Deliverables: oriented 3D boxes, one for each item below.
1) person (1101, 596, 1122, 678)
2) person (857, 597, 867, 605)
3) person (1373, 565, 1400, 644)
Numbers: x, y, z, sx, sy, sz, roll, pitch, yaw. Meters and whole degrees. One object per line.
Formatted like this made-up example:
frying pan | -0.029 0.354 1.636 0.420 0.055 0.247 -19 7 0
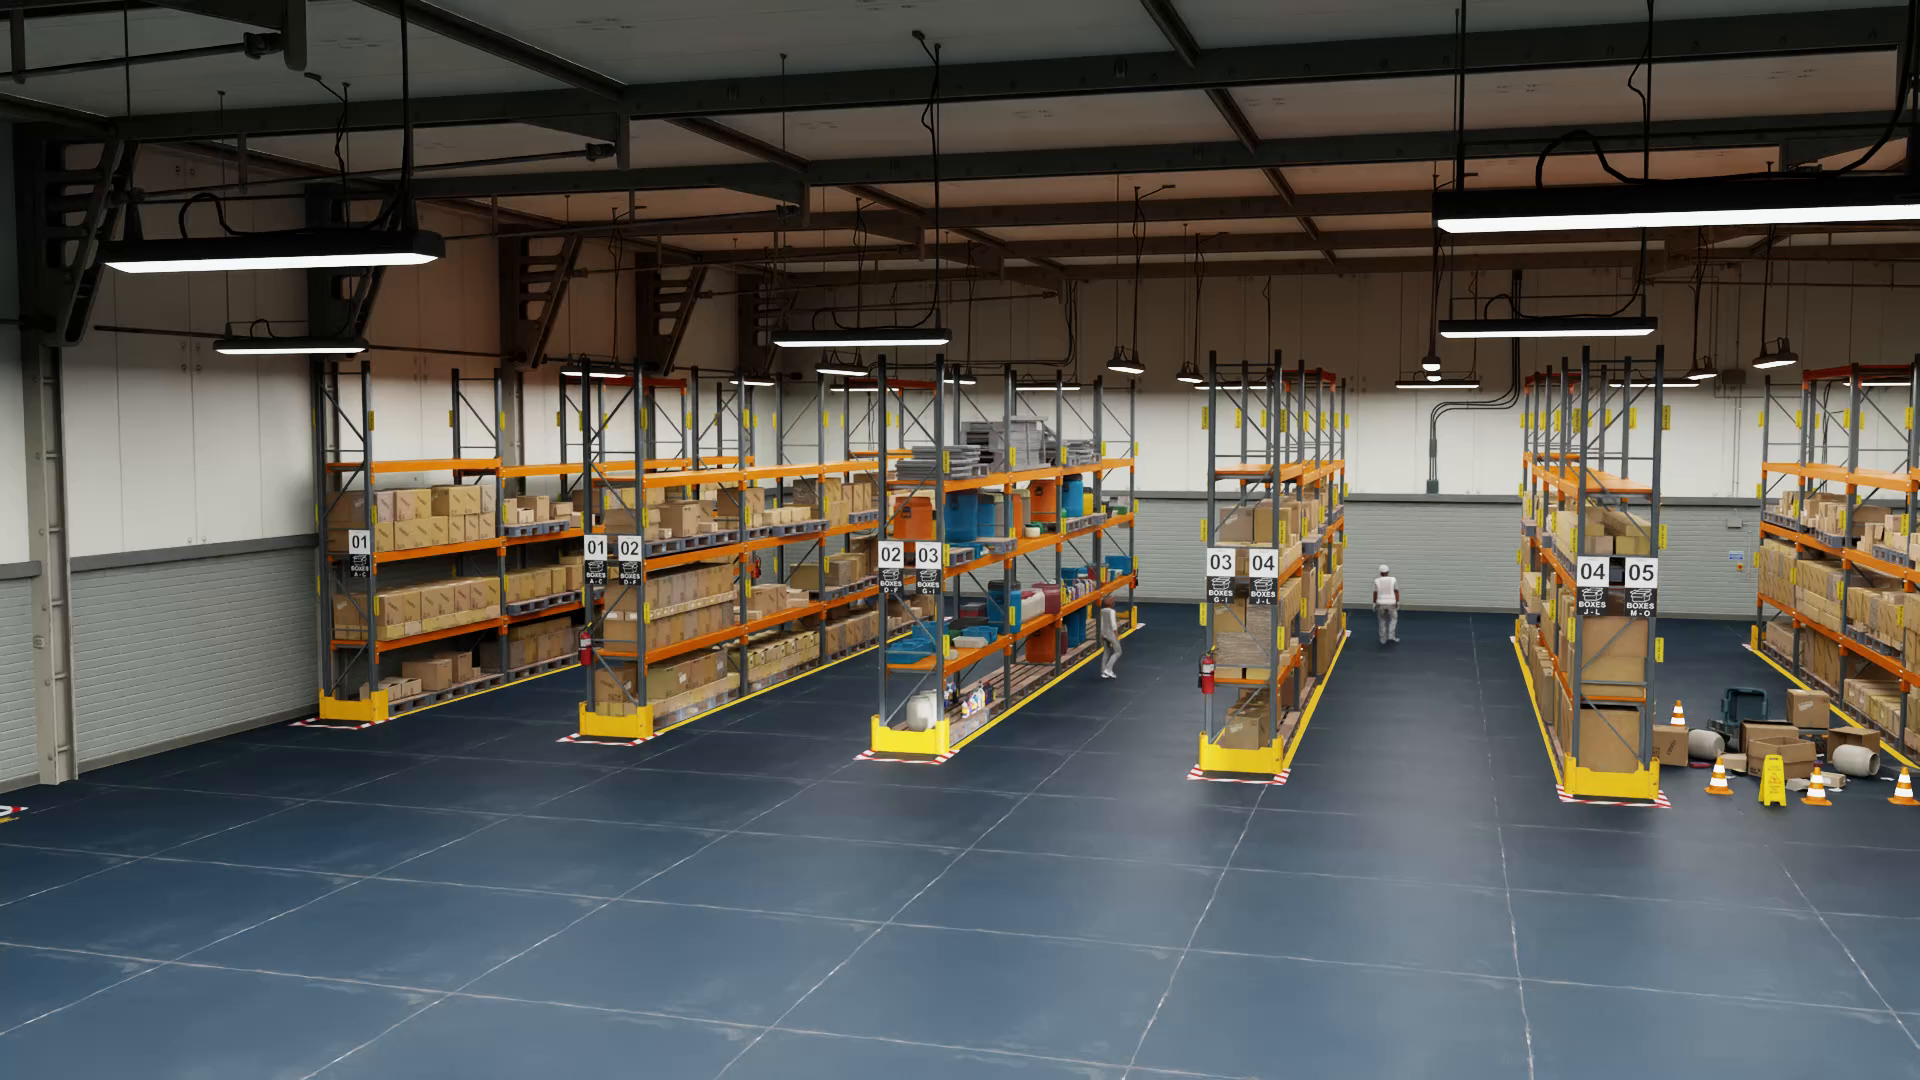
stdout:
person | 2.898 1.885 32.318 0.378 1.599 0.506 -2 5 -29
person | -2.503 1.099 42.413 0.617 1.741 0.579 -3 5 -35
person | 9.571 1.454 37.319 0.593 1.774 0.518 1 4 10
